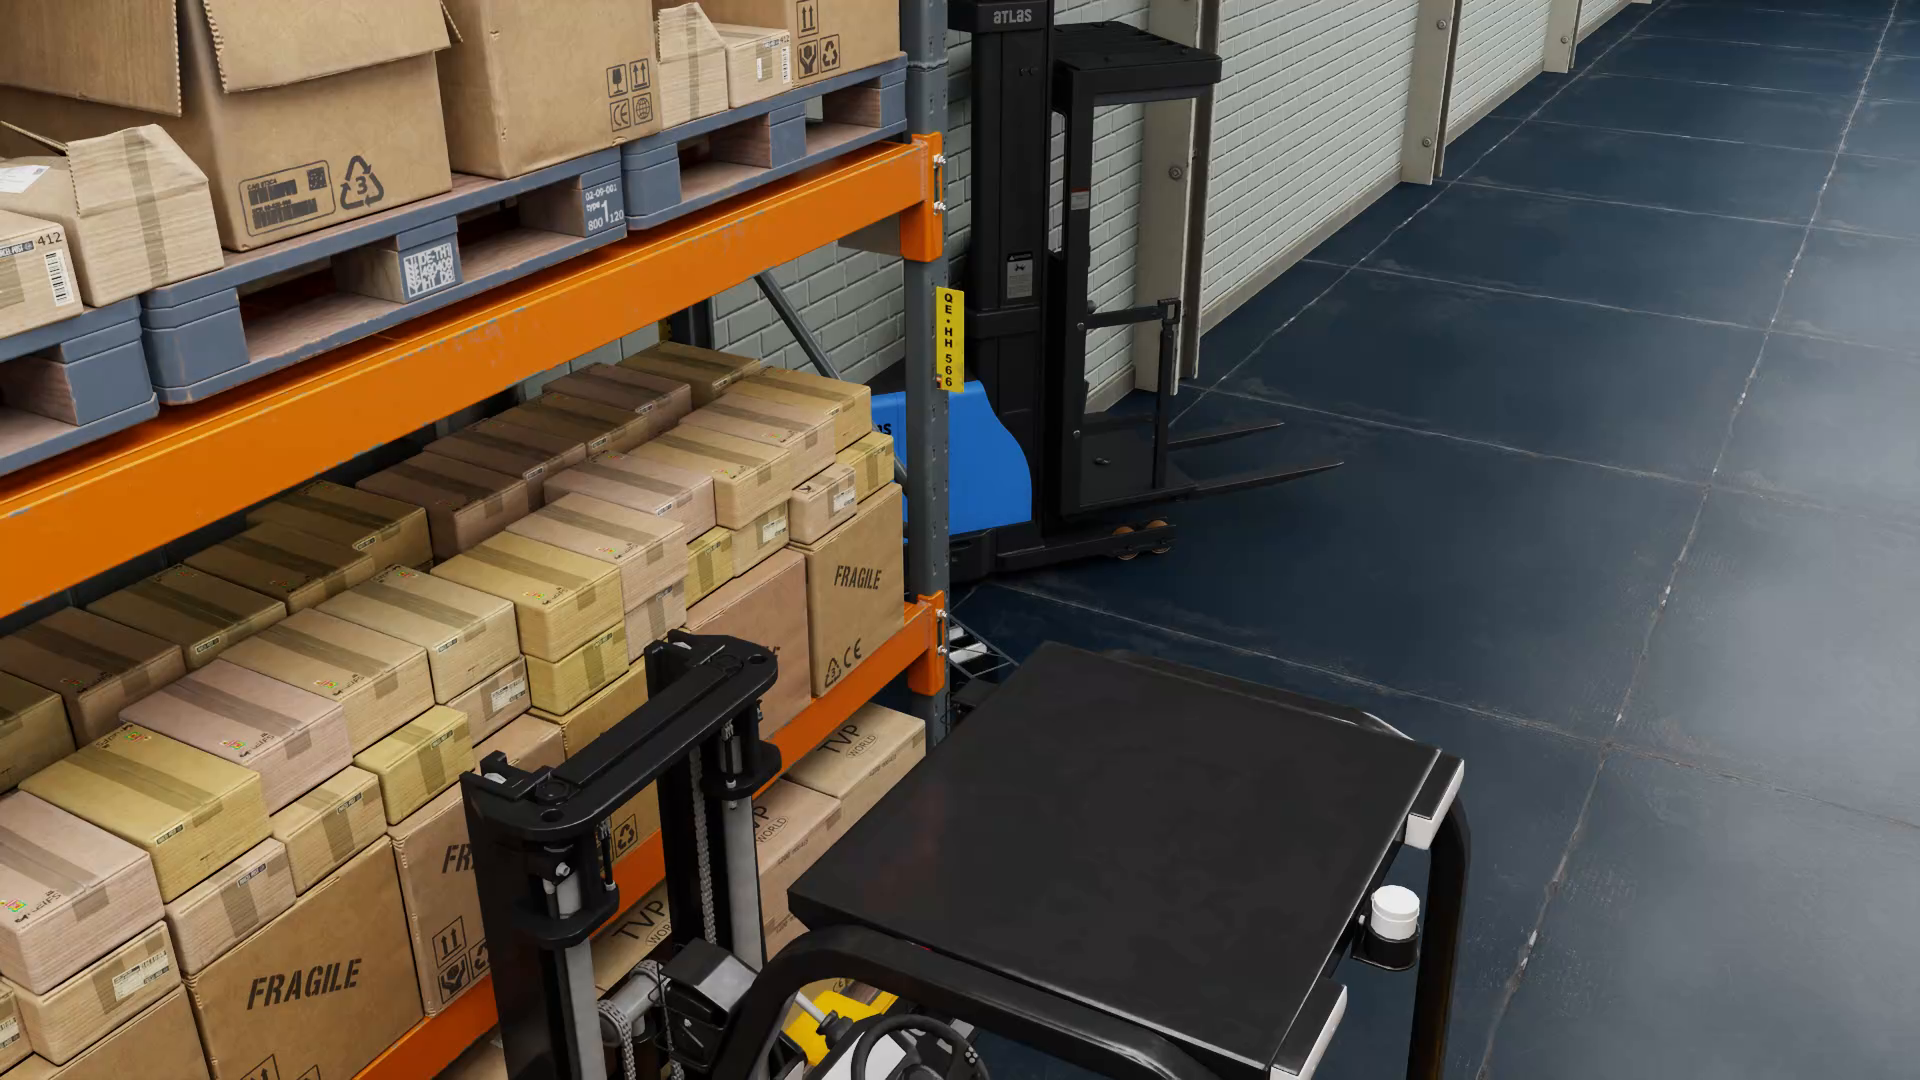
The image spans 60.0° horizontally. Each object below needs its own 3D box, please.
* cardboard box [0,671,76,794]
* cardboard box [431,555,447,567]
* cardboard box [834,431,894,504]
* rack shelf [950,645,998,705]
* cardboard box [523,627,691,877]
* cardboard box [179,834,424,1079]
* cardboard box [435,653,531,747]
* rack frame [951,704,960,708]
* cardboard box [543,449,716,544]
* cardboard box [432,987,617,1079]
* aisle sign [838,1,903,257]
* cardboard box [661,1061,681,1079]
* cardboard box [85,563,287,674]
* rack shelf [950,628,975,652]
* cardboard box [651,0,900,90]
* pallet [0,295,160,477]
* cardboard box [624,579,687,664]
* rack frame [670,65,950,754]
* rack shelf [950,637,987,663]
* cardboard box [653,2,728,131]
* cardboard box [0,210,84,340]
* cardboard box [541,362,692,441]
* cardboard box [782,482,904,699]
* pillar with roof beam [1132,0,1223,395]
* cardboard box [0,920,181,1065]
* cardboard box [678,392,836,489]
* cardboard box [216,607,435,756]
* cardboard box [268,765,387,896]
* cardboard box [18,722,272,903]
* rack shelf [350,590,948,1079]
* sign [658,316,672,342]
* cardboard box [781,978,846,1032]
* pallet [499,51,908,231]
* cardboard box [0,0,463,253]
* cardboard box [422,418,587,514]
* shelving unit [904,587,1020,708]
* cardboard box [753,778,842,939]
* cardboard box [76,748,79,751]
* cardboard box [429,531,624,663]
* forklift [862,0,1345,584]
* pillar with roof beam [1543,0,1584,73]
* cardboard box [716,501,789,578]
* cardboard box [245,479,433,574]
[{"bbox_3d":[-2.081,0.390,3.451,0.380,0.149,0.250,14,30,25],"label":"cardboard box"},{"bbox_3d":[-1.456,0.013,4.536,0.380,0.149,0.250,15,30,27],"label":"cardboard box"},{"bbox_3d":[-0.425,-0.245,5.052,0.380,0.149,0.250,15,30,27],"label":"cardboard box"},{"bbox_3d":[0.051,0.592,7.329,0.258,0.200,0.077,-17,32,-31],"label":"rack shelf"},{"bbox_3d":[-1.027,0.498,4.293,0.500,0.500,0.500,14,30,25],"label":"cardboard box"},{"bbox_3d":[-1.531,0.887,3.515,0.500,0.500,0.500,14,30,26],"label":"cardboard box"},{"bbox_3d":[-1.236,0.338,3.888,0.380,0.149,0.250,14,30,26],"label":"cardboard box"},{"bbox_3d":[-0.085,0.594,7.548,0.240,0.006,0.900,-17,32,-31],"label":"rack frame"},{"bbox_3d":[-0.878,-0.097,4.425,0.380,0.149,0.250,14,30,26],"label":"cardboard box"},{"bbox_3d":[-1.195,1.331,4.226,0.500,0.250,0.500,14,30,25],"label":"cardboard box"},{"bbox_3d":[-0.211,-1.231,4.953,0.394,0.787,0.004,14,30,26],"label":"aisle sign"},{"bbox_3d":[-0.958,1.369,4.709,0.500,0.250,0.500,13,30,25],"label":"cardboard box"},{"bbox_3d":[-1.762,0.209,3.812,0.380,0.149,0.250,15,30,28],"label":"cardboard box"},{"bbox_3d":[-0.052,0.524,7.461,0.258,0.200,0.077,-17,32,-31],"label":"rack shelf"},{"bbox_3d":[-0.504,-1.499,4.351,0.500,0.500,0.500,15,30,28],"label":"cardboard box"},{"bbox_3d":[-2.069,-0.188,2.523,1.003,0.211,1.213,14,30,26],"label":"pallet"},{"bbox_3d":[-0.928,0.157,4.249,0.380,0.149,0.250,13,29,24],"label":"cardboard box"},{"bbox_3d":[-0.499,-0.107,5.613,1.000,3.000,0.127,14,30,26],"label":"rack frame"},{"bbox_3d":[-0.001,0.558,7.395,0.258,0.200,0.077,-17,32,-31],"label":"rack shelf"},{"bbox_3d":[-0.767,-1.132,3.879,0.396,0.266,0.258,14,30,26],"label":"cardboard box"},{"bbox_3d":[-1.603,-0.417,2.581,0.380,0.149,0.250,15,30,28],"label":"cardboard box"},{"bbox_3d":[-1.035,-0.401,5.032,0.380,0.149,0.250,15,30,28],"label":"cardboard box"},{"bbox_3d":[-0.512,0.098,5.092,0.500,0.500,0.500,13,30,25],"label":"cardboard box"},{"bbox_3d":[5.074,-4.107,6.902,9.100,9.000,0.400,14,30,26],"label":"pillar with roof beam"},{"bbox_3d":[-1.665,0.762,3.041,0.380,0.149,0.250,15,30,27],"label":"cardboard box"},{"bbox_3d":[-0.586,-0.286,4.802,0.380,0.149,0.250,14,30,26],"label":"cardboard box"},{"bbox_3d":[-1.379,0.305,3.622,0.380,0.149,0.250,14,30,26],"label":"cardboard box"},{"bbox_3d":[-1.426,0.558,3.448,0.380,0.149,0.250,13,29,24],"label":"cardboard box"},{"bbox_3d":[-1.563,0.517,3.197,0.380,0.149,0.250,14,30,25],"label":"cardboard box"},{"bbox_3d":[-1.482,0.994,4.217,1.077,0.370,4.000,14,30,26],"label":"rack shelf"},{"bbox_3d":[-0.979,-0.654,5.650,0.100,0.325,0.005,14,30,26],"label":"sign"},{"bbox_3d":[-0.708,1.379,5.247,0.500,0.250,0.500,14,30,26],"label":"cardboard box"},{"bbox_3d":[-0.869,-1.139,4.422,1.003,0.211,1.213,14,30,26],"label":"pallet"},{"bbox_3d":[-1.416,-0.904,3.158,0.797,0.503,0.637,15,30,28],"label":"cardboard box"},{"bbox_3d":[-1.260,-0.197,4.625,0.380,0.149,0.250,14,30,26],"label":"cardboard box"},{"bbox_3d":[-0.084,0.503,7.502,0.258,0.210,0.900,-17,32,-31],"label":"shelving unit"},{"bbox_3d":[-0.700,0.936,5.015,0.500,0.250,0.500,15,30,27],"label":"cardboard box"},{"bbox_3d":[-1.901,0.431,3.701,0.380,0.149,0.250,14,30,26],"label":"cardboard box"},{"bbox_3d":[-1.032,0.131,3.970,0.380,0.149,0.250,15,30,27],"label":"cardboard box"},{"bbox_3d":[0.579,-1.417,8.305,3.031,2.935,1.130,-10,28,-20],"label":"forklift"},{"bbox_3d":[10.977,-8.784,16.244,9.100,9.000,0.400,14,30,26],"label":"pillar with roof beam"},{"bbox_3d":[-0.706,-0.051,4.665,0.380,0.149,0.250,15,30,27],"label":"cardboard box"},{"bbox_3d":[-1.583,-0.009,4.247,0.380,0.149,0.250,13,30,25],"label":"cardboard box"}]
